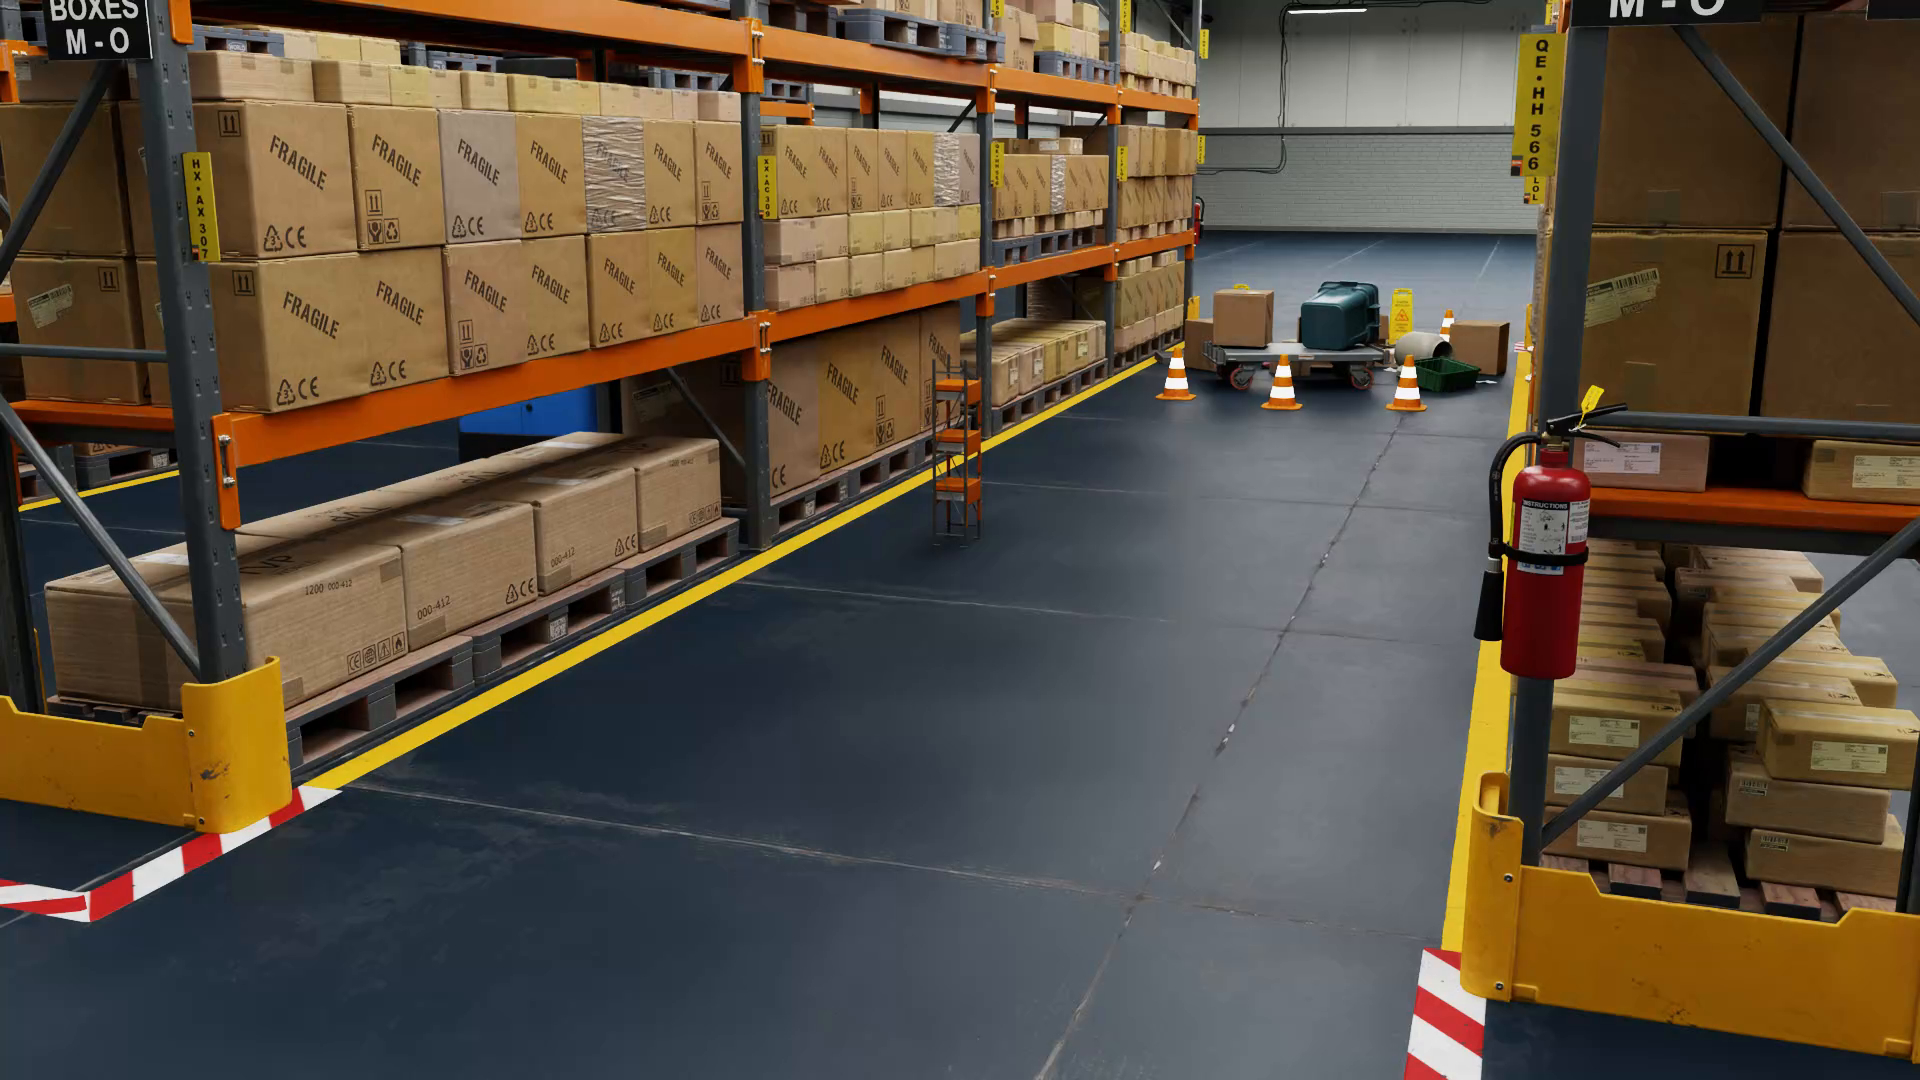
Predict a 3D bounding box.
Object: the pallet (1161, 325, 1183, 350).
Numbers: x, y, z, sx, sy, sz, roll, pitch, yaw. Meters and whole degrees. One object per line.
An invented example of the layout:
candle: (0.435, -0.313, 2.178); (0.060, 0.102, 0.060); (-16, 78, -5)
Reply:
pallet: (2.020, -2.420, 19.618); (1.003, 0.211, 1.213); (4, 14, 18)

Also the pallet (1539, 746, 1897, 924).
pallet: (2.201, 0.914, 5.007); (1.003, 0.211, 1.213); (4, 14, 18)

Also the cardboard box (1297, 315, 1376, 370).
cardboard box: (3.873, -2.064, 17.095); (0.797, 0.637, 0.503); (4, 14, 18)

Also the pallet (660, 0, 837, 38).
pallet: (-1.292, -3.004, 9.595); (0.805, 0.209, 1.217); (4, 13, 16)

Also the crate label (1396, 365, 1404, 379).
crate label: (4.463, -1.648, 16.399); (0.298, 0.136, 0.250); (-5, 14, -21)

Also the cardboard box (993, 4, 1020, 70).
cardboard box: (0.069, -3.990, 13.263); (0.700, 0.500, 0.500); (4, 14, 18)

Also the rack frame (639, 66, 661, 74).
rack frame: (-3.651, -6.404, 17.321); (1.000, 3.000, 0.127); (4, 14, 18)

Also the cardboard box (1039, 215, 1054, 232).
cardboard box: (0.602, -2.754, 14.434); (0.380, 0.149, 0.250); (5, 14, 20)

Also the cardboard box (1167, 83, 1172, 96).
cardboard box: (2.142, -4.996, 18.461); (0.380, 0.149, 0.250); (4, 14, 18)

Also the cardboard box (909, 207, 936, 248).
cardboard box: (-0.473, -2.113, 11.218); (0.500, 0.250, 0.500); (4, 13, 17)

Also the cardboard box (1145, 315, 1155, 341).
cardboard box: (1.824, -2.316, 18.131); (0.500, 0.250, 0.500); (4, 14, 18)

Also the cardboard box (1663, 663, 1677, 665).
cardboard box: (2.132, 0.489, 5.398); (0.380, 0.149, 0.250); (4, 14, 18)

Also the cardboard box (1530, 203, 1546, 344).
cardboard box: (2.426, -1.002, 6.245); (0.500, 0.500, 0.500); (4, 13, 17)

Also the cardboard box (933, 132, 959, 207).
cardboard box: (-0.326, -2.580, 11.579); (0.500, 0.500, 0.500); (5, 14, 19)

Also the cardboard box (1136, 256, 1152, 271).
cardboard box: (1.839, -2.960, 17.810); (0.380, 0.149, 0.250); (5, 14, 22)

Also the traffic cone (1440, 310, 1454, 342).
traffic cone: (5.542, -2.383, 18.888); (0.336, 0.463, 0.334); (4, 14, 18)

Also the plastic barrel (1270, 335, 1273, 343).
plastic barrel: (3.105, -2.165, 18.020); (0.421, 0.421, 0.512); (-8, 15, -30)

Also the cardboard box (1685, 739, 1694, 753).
cardboard box: (2.613, 0.617, 5.506); (0.380, 0.149, 0.250); (4, 14, 19)

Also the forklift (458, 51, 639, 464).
forklift: (-2.585, -2.159, 12.361); (1.130, 2.935, 3.031); (3, 13, 13)

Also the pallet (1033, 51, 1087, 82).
pallet: (0.413, -4.152, 14.620); (1.213, 0.211, 1.003); (4, 14, 18)

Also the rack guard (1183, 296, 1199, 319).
rack guard: (2.316, -2.730, 20.324); (1.175, 0.500, 0.348); (4, 14, 18)

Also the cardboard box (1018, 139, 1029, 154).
cardboard box: (0.560, -3.763, 15.941); (0.380, 0.149, 0.250); (4, 14, 18)

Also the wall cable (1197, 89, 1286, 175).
wall cable: (8.476, -12.492, 50.974); (3.097, 2.526, 0.112); (4, 14, 18)

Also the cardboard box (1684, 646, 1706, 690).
cardboard box: (2.612, 0.467, 5.494); (0.380, 0.149, 0.250); (4, 13, 16)

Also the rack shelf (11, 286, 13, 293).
rack shelf: (-5.593, -1.865, 12.534); (1.077, 0.370, 4.000); (4, 14, 18)

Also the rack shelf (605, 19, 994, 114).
rack shelf: (-0.895, -2.971, 10.638); (1.077, 0.370, 4.000); (4, 14, 18)

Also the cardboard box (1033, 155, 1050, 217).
cardboard box: (0.444, -2.979, 13.963); (0.500, 0.500, 0.500); (5, 14, 19)

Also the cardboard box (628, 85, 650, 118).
cardboard box: (-1.683, -2.048, 7.792); (0.380, 0.149, 0.250); (4, 14, 18)

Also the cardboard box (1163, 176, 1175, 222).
cardboard box: (2.094, -3.814, 18.564); (0.500, 0.500, 0.500); (4, 14, 18)

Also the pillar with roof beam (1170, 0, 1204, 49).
pillar with roof beam: (10.345, -13.171, 46.970); (9.100, 9.000, 0.548); (4, 14, 18)

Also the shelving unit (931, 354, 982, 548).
shelving unit: (-0.017, -0.501, 9.322); (0.215, 1.050, 0.252); (4, 14, 18)

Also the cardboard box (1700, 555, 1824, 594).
cardboard box: (2.953, 0.166, 6.146); (0.380, 0.149, 0.250); (4, 13, 16)

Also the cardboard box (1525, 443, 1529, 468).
cardboard box: (3.176, -0.263, 8.572); (0.500, 0.500, 0.500); (4, 13, 17)

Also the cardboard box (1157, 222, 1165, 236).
cardboard box: (2.075, -3.473, 18.530); (0.380, 0.149, 0.250); (4, 14, 18)

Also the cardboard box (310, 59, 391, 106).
cardboard box: (-2.249, -1.610, 5.870); (0.380, 0.149, 0.250); (5, 14, 20)

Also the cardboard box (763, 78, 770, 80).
cardboard box: (-2.696, -5.766, 19.877); (0.700, 0.500, 0.500); (4, 14, 19)

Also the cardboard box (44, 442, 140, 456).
cardboard box: (-5.870, -0.866, 11.216); (0.500, 0.500, 0.500); (5, 14, 21)

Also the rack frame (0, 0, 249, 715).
rack frame: (-2.836, -0.596, 5.357); (1.000, 3.000, 0.127); (4, 14, 18)

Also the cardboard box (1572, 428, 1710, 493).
cardboard box: (1.718, -0.227, 4.306); (0.380, 0.149, 0.250); (4, 14, 18)

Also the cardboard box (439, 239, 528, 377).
cardboard box: (-2.090, -0.939, 6.637); (0.500, 0.500, 0.500); (4, 14, 18)

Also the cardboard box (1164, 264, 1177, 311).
cardboard box: (2.163, -2.897, 18.988); (0.500, 0.500, 0.500); (5, 14, 20)

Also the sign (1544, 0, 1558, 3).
sign: (3.946, -3.740, 11.051); (0.100, 0.325, 0.005); (4, 14, 18)

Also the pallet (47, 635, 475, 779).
pallet: (-2.651, 0.590, 6.429); (1.003, 0.211, 1.213); (4, 14, 18)

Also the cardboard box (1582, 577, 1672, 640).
cardboard box: (2.279, 0.234, 5.846); (0.380, 0.149, 0.250); (4, 13, 17)

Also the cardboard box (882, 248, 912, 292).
cardboard box: (-0.632, -1.759, 10.790); (0.500, 0.250, 0.500); (4, 13, 17)

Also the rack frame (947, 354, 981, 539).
rack frame: (0.022, -0.526, 9.434); (0.200, 1.050, 0.008); (4, 14, 18)

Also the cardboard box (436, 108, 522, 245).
cardboard box: (-2.091, -1.431, 6.543); (0.500, 0.500, 0.500); (4, 14, 18)

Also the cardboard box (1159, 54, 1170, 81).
cardboard box: (1.942, -5.050, 17.799); (0.500, 0.250, 0.500); (4, 14, 19)

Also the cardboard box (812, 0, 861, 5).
cardboard box: (-0.801, -3.232, 9.749); (0.380, 0.166, 0.250); (3, 13, 15)

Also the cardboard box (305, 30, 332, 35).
cardboard box: (-5.083, -3.966, 12.824); (0.380, 0.149, 0.250); (4, 14, 18)

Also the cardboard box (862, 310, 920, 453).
cardboard box: (-0.842, -1.122, 11.494); (0.875, 0.875, 0.875); (5, 14, 19)
